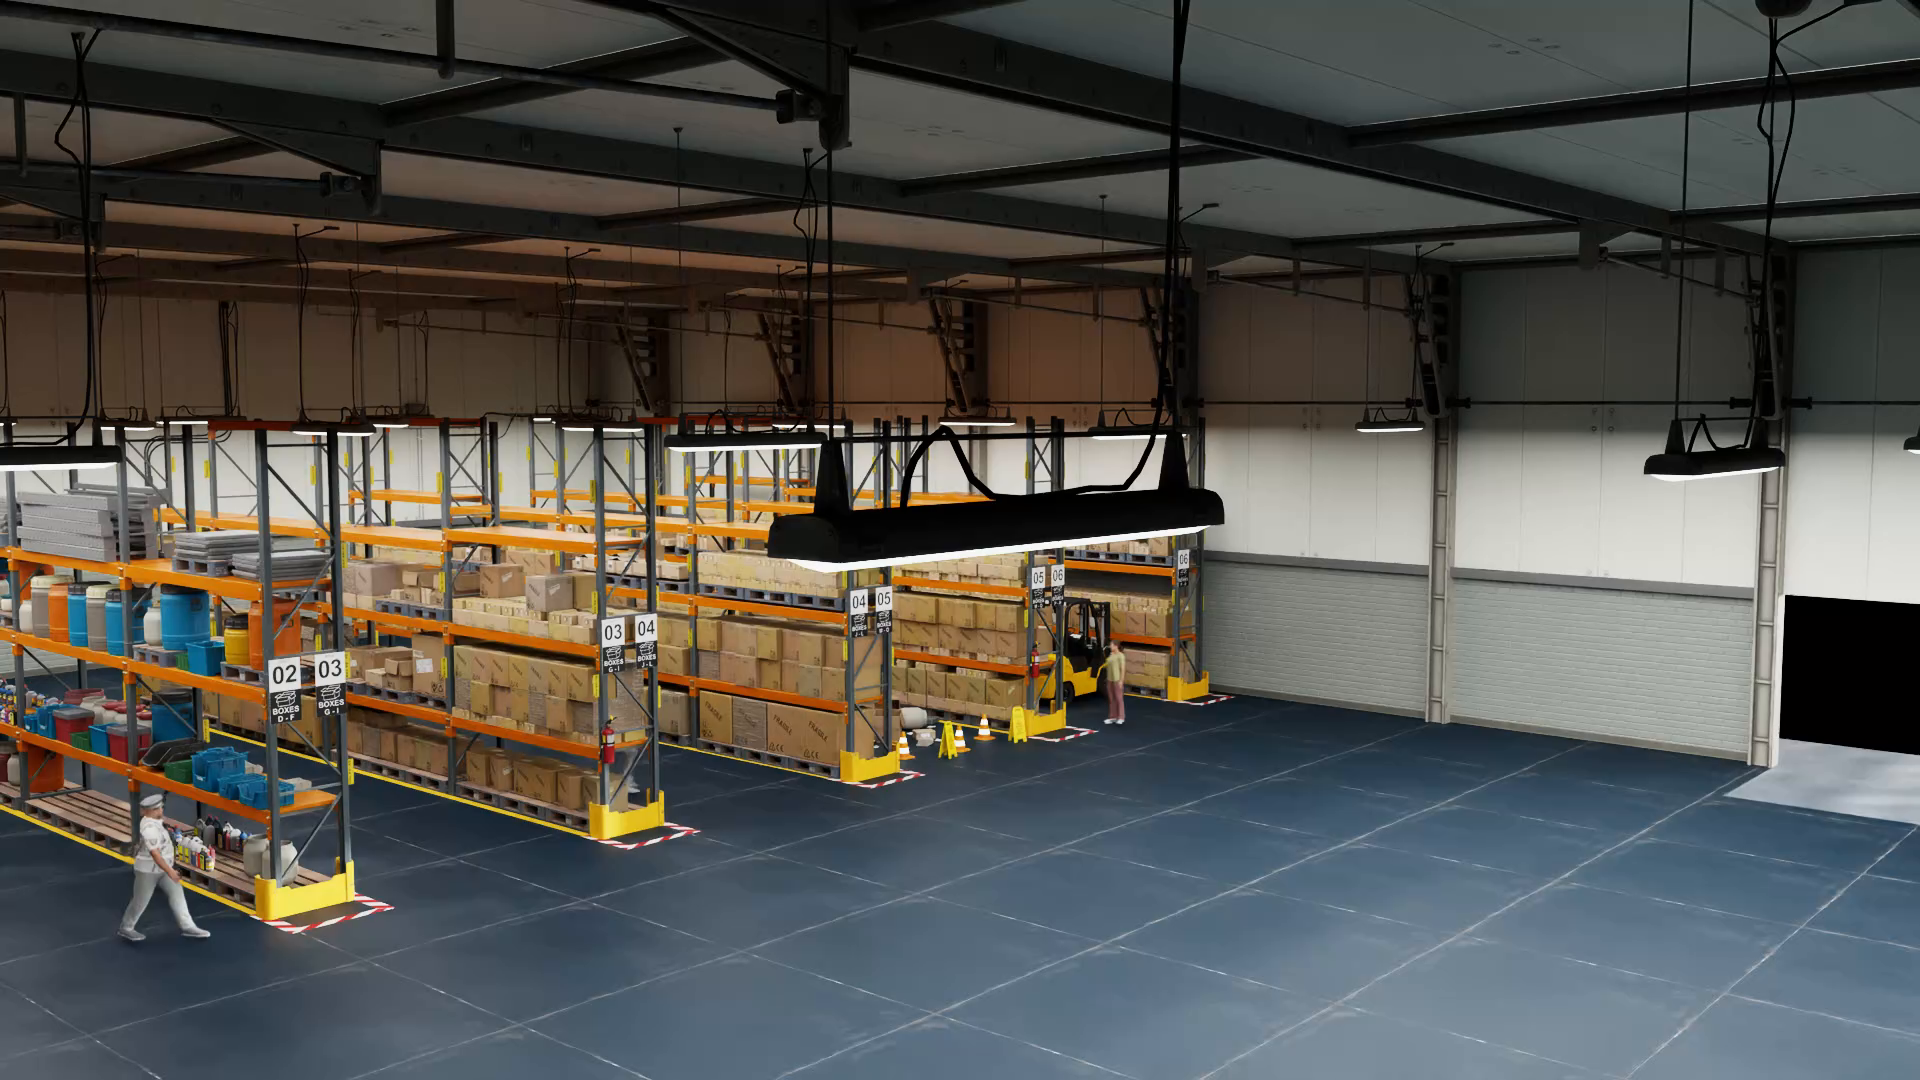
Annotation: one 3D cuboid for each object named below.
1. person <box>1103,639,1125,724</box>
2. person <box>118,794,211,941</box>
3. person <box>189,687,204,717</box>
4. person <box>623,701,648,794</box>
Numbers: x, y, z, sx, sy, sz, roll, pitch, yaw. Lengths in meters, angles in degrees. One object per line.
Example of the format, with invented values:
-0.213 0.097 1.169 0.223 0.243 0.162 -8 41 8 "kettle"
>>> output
3.068 2.781 32.734 0.361 1.691 0.493 -4 6 -40 "person"
-9.368 3.829 19.445 1.034 1.712 0.516 1 5 9 "person"
-12.567 3.223 27.208 0.495 1.692 0.433 2 5 22 "person"
-5.334 3.222 27.079 0.486 1.801 0.667 -3 5 -29 "person"
